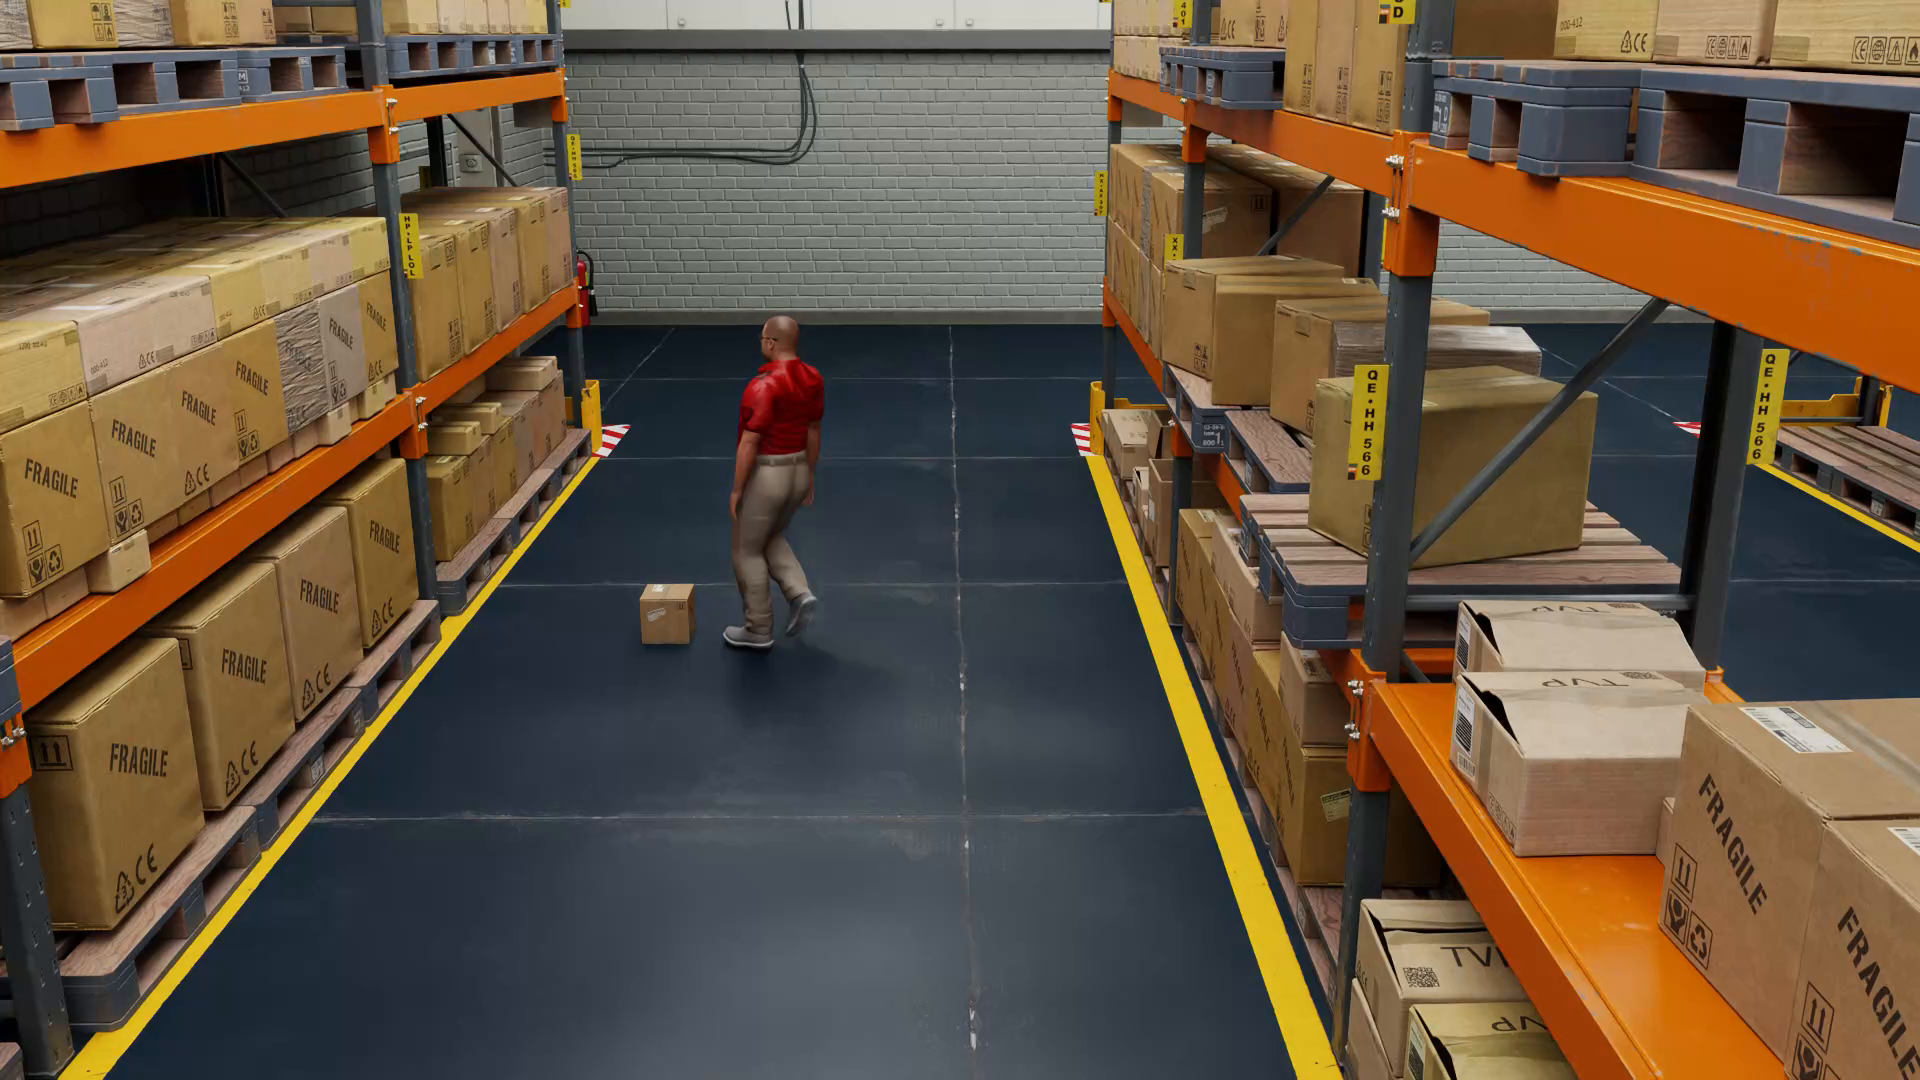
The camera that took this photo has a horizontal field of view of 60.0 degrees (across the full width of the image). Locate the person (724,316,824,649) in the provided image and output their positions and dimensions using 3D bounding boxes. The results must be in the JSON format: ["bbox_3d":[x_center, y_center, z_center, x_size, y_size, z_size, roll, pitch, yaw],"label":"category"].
[{"bbox_3d":[-0.985,-0.294,8.489,0.479,1.721,0.568,11,20,32],"label":"person"}]
